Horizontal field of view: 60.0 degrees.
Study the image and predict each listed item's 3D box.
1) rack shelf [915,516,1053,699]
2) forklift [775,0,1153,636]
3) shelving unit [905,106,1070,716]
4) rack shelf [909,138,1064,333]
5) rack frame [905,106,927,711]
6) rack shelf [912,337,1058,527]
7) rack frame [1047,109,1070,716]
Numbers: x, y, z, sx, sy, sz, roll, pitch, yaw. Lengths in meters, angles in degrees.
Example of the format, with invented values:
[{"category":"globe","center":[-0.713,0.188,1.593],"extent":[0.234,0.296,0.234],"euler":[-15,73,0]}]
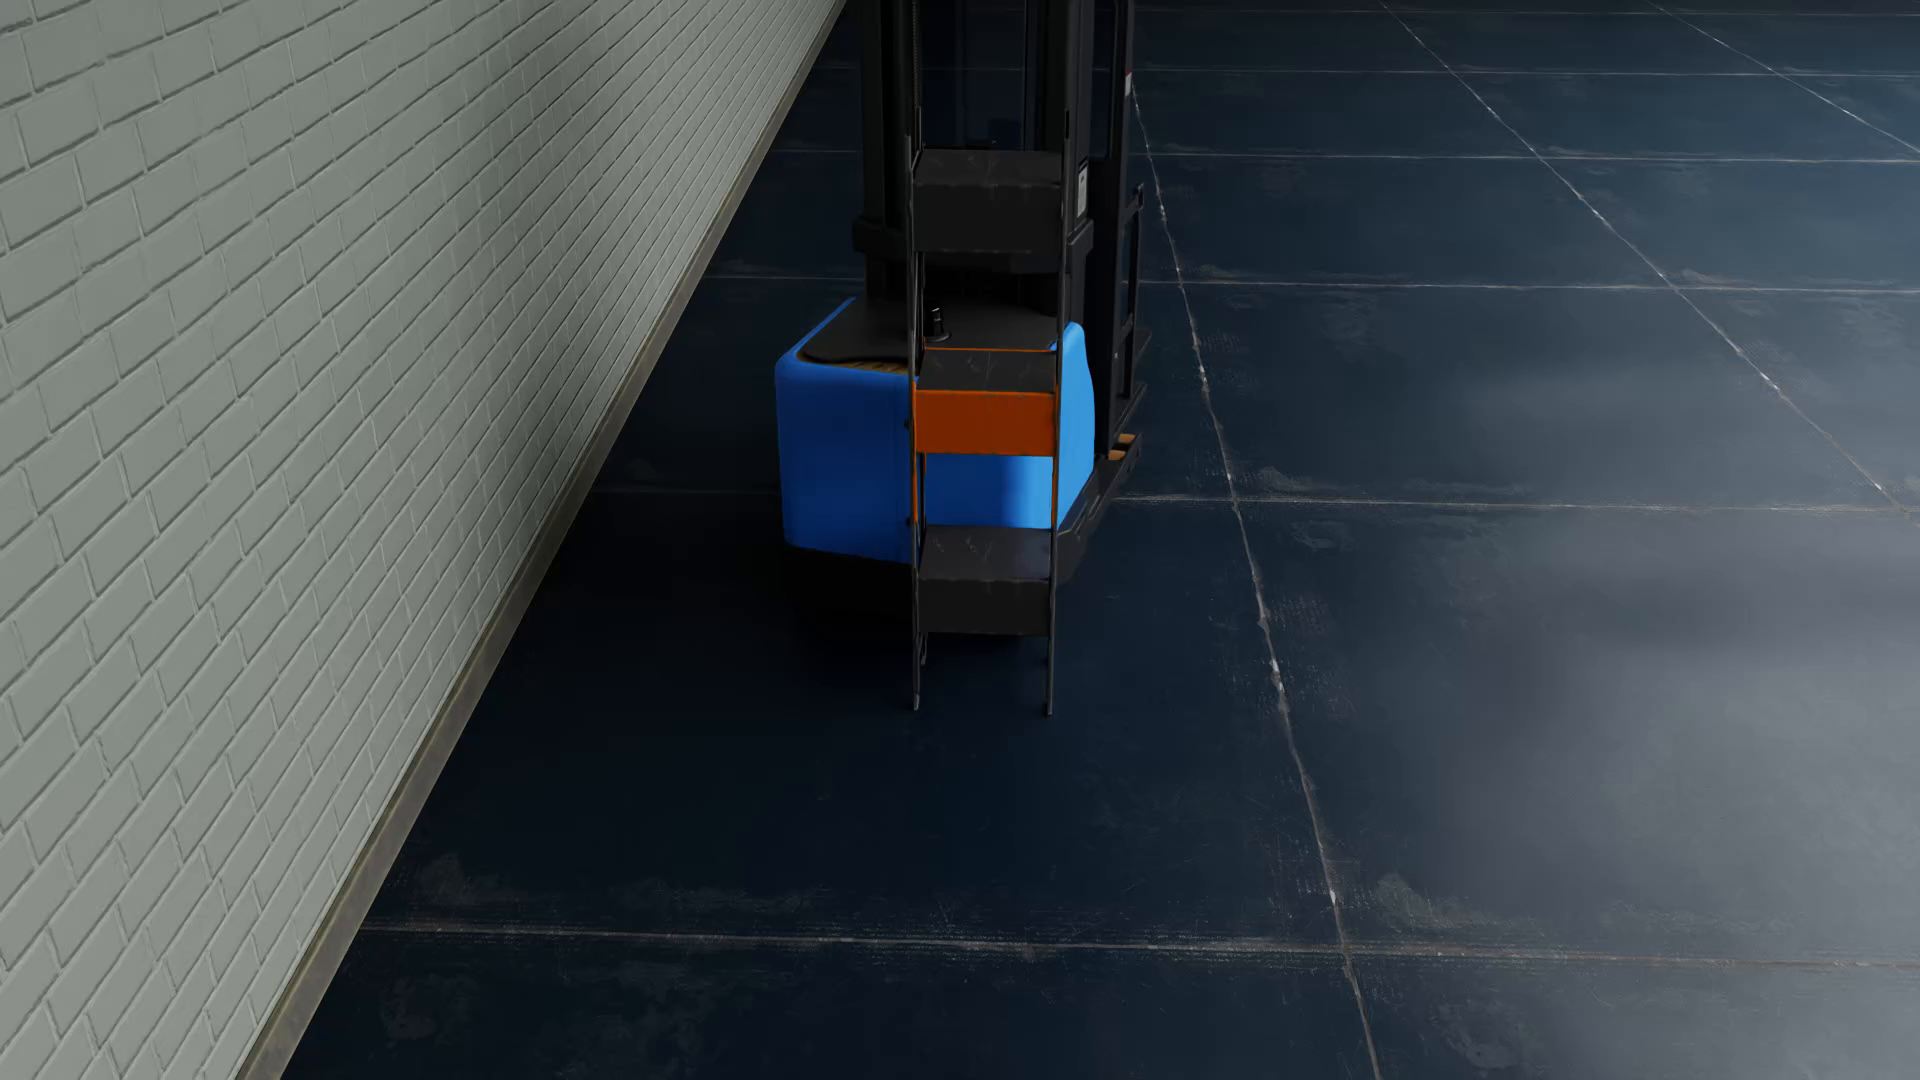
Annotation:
[{"category":"rack shelf","center":[0.094,0.242,6.075],"extent":[0.480,0.518,0.431],"euler":[2,28,3]},{"category":"forklift","center":[0.230,-1.598,7.136],"extent":[1.130,2.935,3.031],"euler":[9,29,16]},{"category":"shelving unit","center":[0.094,-0.390,5.742],"extent":[0.503,2.100,0.431],"euler":[2,28,3]},{"category":"rack shelf","center":[0.094,-0.997,5.423],"extent":[0.480,0.518,0.431],"euler":[2,28,3]},{"category":"rack frame","center":[-0.149,-0.397,5.756],"extent":[0.015,2.100,0.400],"euler":[2,28,3]},{"category":"rack shelf","center":[0.094,-0.378,5.749],"extent":[0.480,0.518,0.431],"euler":[2,28,3]},{"category":"rack frame","center":[0.338,-0.383,5.729],"extent":[0.015,2.100,0.400],"euler":[2,28,3]}]
